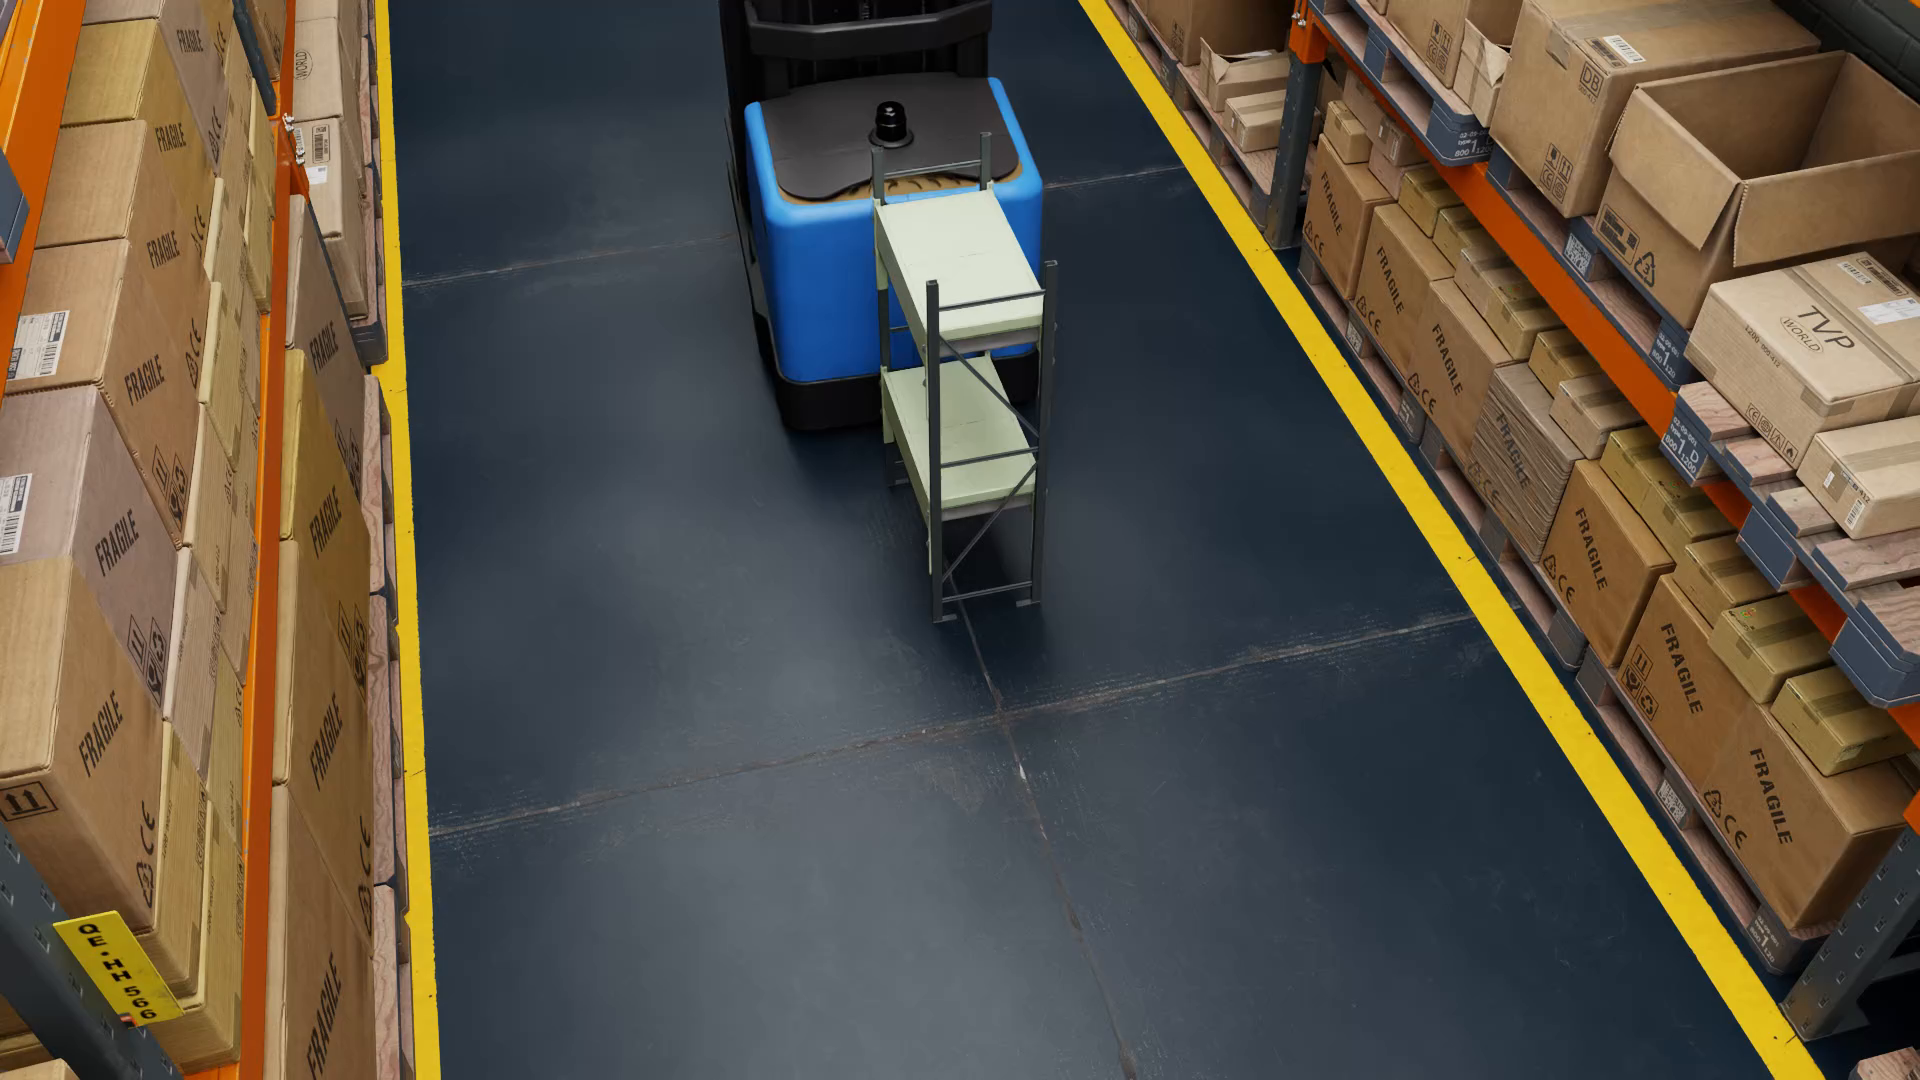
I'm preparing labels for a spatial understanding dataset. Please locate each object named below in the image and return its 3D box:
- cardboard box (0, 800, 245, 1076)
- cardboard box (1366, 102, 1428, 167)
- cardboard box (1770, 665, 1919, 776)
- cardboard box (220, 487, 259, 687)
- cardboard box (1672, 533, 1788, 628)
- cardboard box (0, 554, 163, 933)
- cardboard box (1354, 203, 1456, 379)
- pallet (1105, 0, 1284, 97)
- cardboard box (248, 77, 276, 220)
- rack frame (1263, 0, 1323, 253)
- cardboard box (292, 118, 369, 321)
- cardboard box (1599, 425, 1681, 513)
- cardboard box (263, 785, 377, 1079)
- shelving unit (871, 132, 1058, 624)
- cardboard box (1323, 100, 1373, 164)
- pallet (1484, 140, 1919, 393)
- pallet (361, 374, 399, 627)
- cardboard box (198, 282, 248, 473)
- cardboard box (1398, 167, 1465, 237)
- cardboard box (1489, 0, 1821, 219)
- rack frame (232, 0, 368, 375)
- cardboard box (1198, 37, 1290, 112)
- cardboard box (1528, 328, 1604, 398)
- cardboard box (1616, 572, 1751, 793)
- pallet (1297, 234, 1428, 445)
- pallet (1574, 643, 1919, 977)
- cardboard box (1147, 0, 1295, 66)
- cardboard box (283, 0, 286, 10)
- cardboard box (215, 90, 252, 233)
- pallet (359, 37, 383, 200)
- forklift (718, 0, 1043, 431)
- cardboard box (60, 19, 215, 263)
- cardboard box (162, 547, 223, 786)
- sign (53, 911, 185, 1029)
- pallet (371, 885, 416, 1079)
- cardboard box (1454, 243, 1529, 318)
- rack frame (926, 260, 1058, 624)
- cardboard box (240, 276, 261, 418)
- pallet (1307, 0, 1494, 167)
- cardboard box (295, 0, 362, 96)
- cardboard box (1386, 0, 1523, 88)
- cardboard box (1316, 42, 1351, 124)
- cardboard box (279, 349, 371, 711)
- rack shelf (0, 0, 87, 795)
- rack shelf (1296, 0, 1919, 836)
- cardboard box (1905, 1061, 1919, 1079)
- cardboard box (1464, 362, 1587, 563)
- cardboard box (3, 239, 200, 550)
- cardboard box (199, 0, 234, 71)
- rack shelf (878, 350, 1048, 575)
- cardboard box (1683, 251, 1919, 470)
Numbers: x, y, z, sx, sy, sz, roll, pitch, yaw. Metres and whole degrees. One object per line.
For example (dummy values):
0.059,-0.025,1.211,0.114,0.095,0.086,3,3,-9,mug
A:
-1.771,0.855,3.417,0.500,0.250,0.500,-11,47,-11,cardboard box
1.832,-1.621,6.533,0.380,0.149,0.250,-13,47,-12,cardboard box
2.537,0.483,4.679,0.380,0.149,0.250,-13,47,-12,cardboard box
-2.048,0.141,4.117,0.500,0.250,0.500,-9,46,-9,cardboard box
2.413,0.110,5.044,0.380,0.149,0.250,-12,47,-12,cardboard box
-1.779,0.416,2.972,0.500,0.500,0.500,-12,47,-12,cardboard box
1.937,-1.016,6.602,0.500,0.500,0.500,-11,47,-11,cardboard box
1.394,-2.827,8.873,1.003,0.211,1.213,-11,47,-10,pallet
-2.554,-1.259,5.489,0.500,0.250,0.500,-12,47,-11,cardboard box
1.885,-2.485,6.585,1.000,3.000,0.127,-11,47,-10,rack frame
-2.970,-1.278,6.902,0.875,0.438,0.875,-11,47,-11,cardboard box
2.325,-0.253,5.399,0.380,0.149,0.250,-11,47,-11,cardboard box
-1.985,1.291,4.078,0.875,0.875,0.875,-11,47,-11,cardboard box
0.002,-0.520,5.710,0.431,1.500,0.755,-11,47,-10,shelving unit
1.719,-1.688,6.806,0.380,0.149,0.250,-9,46,-8,cardboard box
2.406,-0.998,5.262,1.003,0.211,1.213,-11,47,-10,pallet
-2.642,-0.080,6.181,1.003,0.211,1.213,-11,47,-10,pallet
-2.144,-0.387,4.284,0.500,0.250,0.500,-10,46,-10,cardboard box
1.942,-1.336,6.461,0.380,0.149,0.250,-13,47,-12,cardboard box
2.126,-1.393,5.151,0.700,0.500,0.500,-11,47,-11,cardboard box
-2.913,-1.575,5.693,1.000,3.000,0.127,-11,47,-10,rack frame
1.367,-2.253,7.978,0.396,0.266,0.258,-9,46,-9,cardboard box
2.211,-0.617,5.756,0.380,0.149,0.250,-11,47,-10,cardboard box
2.475,0.404,5.210,0.500,0.500,0.500,-11,47,-11,cardboard box
2.129,-0.954,7.038,1.003,0.211,1.213,-11,47,-10,pallet
2.754,0.730,5.387,1.003,0.211,1.213,-11,47,-10,pallet
1.373,-2.765,8.316,0.700,0.500,0.500,-12,47,-12,cardboard box
-2.905,-2.330,6.363,0.500,0.500,0.500,-10,47,-10,cardboard box
-2.430,-1.094,4.977,0.500,0.250,0.500,-10,46,-9,cardboard box
-3.348,-1.982,8.045,1.003,0.211,1.213,-11,47,-10,pallet
-0.475,-2.528,6.675,1.130,2.935,3.031,-8,46,-8,forklift
-2.305,-0.988,4.348,0.500,0.500,0.500,-9,46,-9,cardboard box
-1.911,0.312,3.599,0.500,0.250,0.500,-10,46,-9,cardboard box
-1.366,0.703,2.705,0.100,0.325,0.005,-11,47,-10,sign
-2.018,1.605,4.530,1.003,0.211,1.213,-11,47,-10,pallet
2.053,-0.970,6.102,0.380,0.149,0.250,-11,47,-10,cardboard box
0.095,-0.268,5.462,0.400,1.500,0.023,-11,47,-10,rack frame
-2.314,-0.555,4.799,0.500,0.250,0.500,-12,47,-11,cardboard box
1.984,-1.846,6.094,1.003,0.211,1.213,-11,47,-10,pallet
-3.429,-2.519,8.119,0.875,0.438,0.875,-10,46,-9,cardboard box
1.925,-1.935,5.682,0.700,0.500,0.500,-10,46,-10,cardboard box
1.944,-2.190,7.885,0.500,0.311,0.500,-9,46,-9,cardboard box
-2.438,0.057,5.287,0.875,0.875,0.875,-9,46,-9,cardboard box
-2.401,-0.992,3.526,1.077,0.370,4.000,-11,47,-10,rack shelf
2.397,-0.853,5.489,1.077,0.370,4.000,-11,47,-10,rack shelf
3.055,1.394,4.153,0.875,0.625,0.625,-9,46,-9,cardboard box
2.187,-0.312,5.911,0.500,0.500,0.500,-12,47,-12,cardboard box
-2.032,-0.284,3.658,0.500,0.500,0.500,-9,46,-9,cardboard box
-2.556,-1.697,5.043,0.500,0.500,0.500,-9,46,-9,cardboard box
0.002,-0.292,5.943,0.431,0.370,0.720,-11,47,-10,rack shelf
2.326,-0.487,4.438,0.500,0.250,0.500,-13,47,-12,cardboard box
